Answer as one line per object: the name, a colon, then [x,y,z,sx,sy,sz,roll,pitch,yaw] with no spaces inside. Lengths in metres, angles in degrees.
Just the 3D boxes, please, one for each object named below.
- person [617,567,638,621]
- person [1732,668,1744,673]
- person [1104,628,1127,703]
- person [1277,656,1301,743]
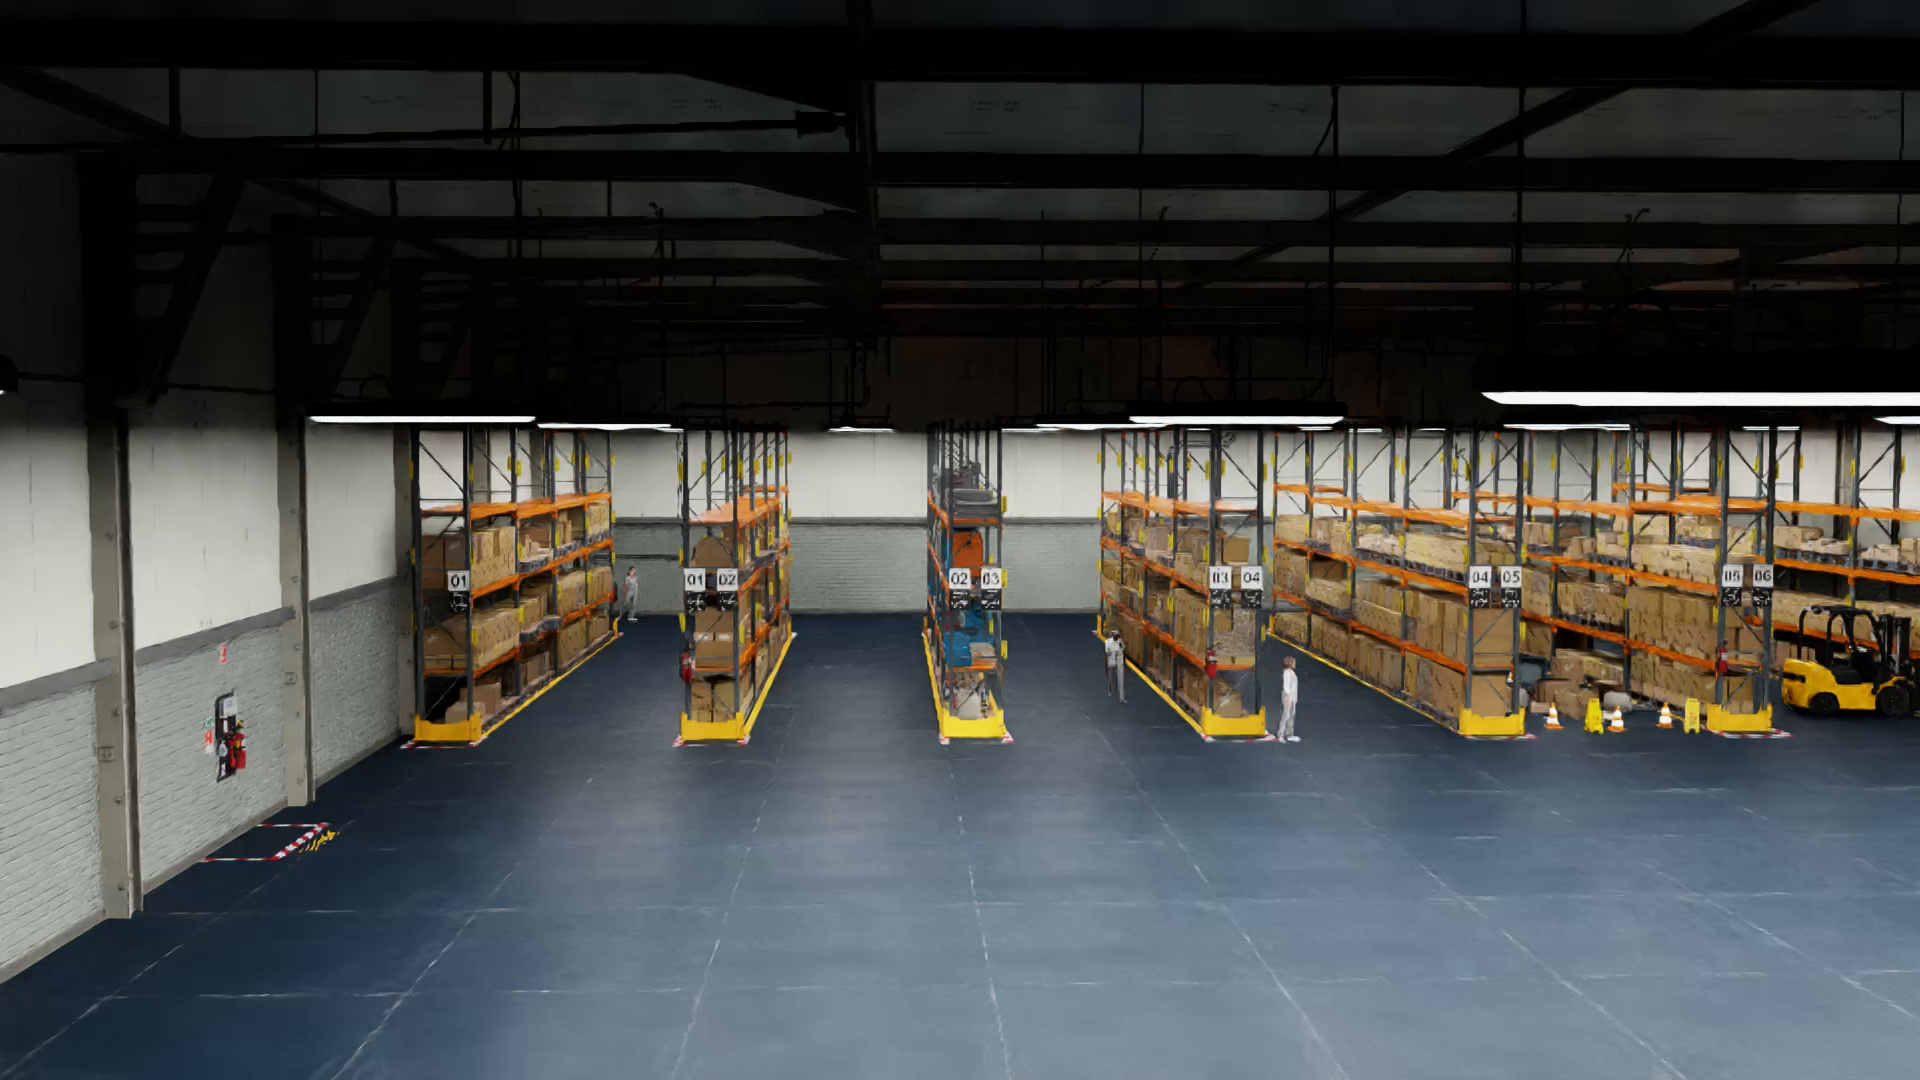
person: [-10.158,1.647,50.707,0.649,1.665,0.495,-3,5,-43]
person: [16.571,2.608,35.517,0.477,1.657,0.493,2,4,29]
person: [3.306,2.640,35.488,0.456,1.587,1.088,0,4,0]
person: [6.080,2.945,30.770,0.368,1.599,0.560,2,4,23]
